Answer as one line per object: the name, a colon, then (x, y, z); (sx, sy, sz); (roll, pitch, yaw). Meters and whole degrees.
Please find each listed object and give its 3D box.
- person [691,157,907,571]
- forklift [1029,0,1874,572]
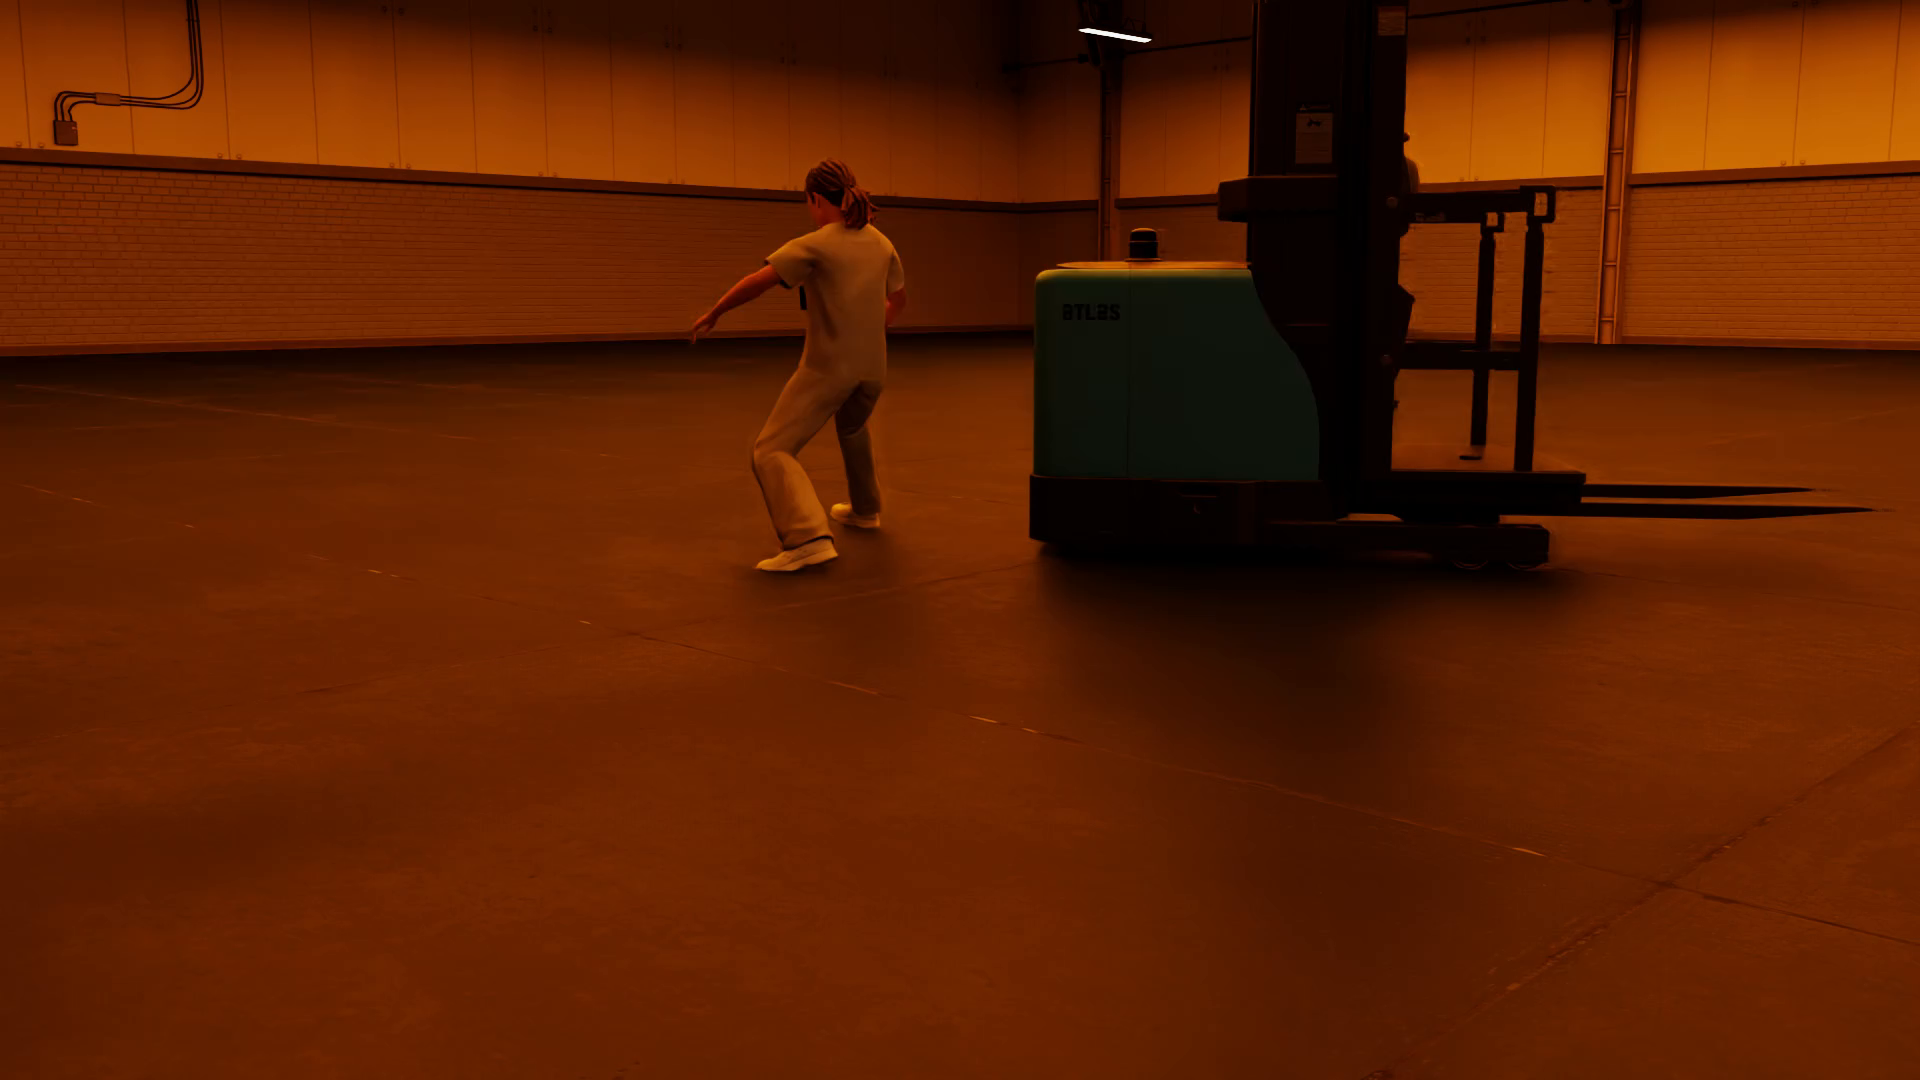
person: (-0.542, -0.695, 6.421); (0.977, 1.521, 0.964); (-8, 11, -41)
forklift: (1.823, -1.421, 6.309); (3.031, 2.935, 1.130); (1, 9, 8)
